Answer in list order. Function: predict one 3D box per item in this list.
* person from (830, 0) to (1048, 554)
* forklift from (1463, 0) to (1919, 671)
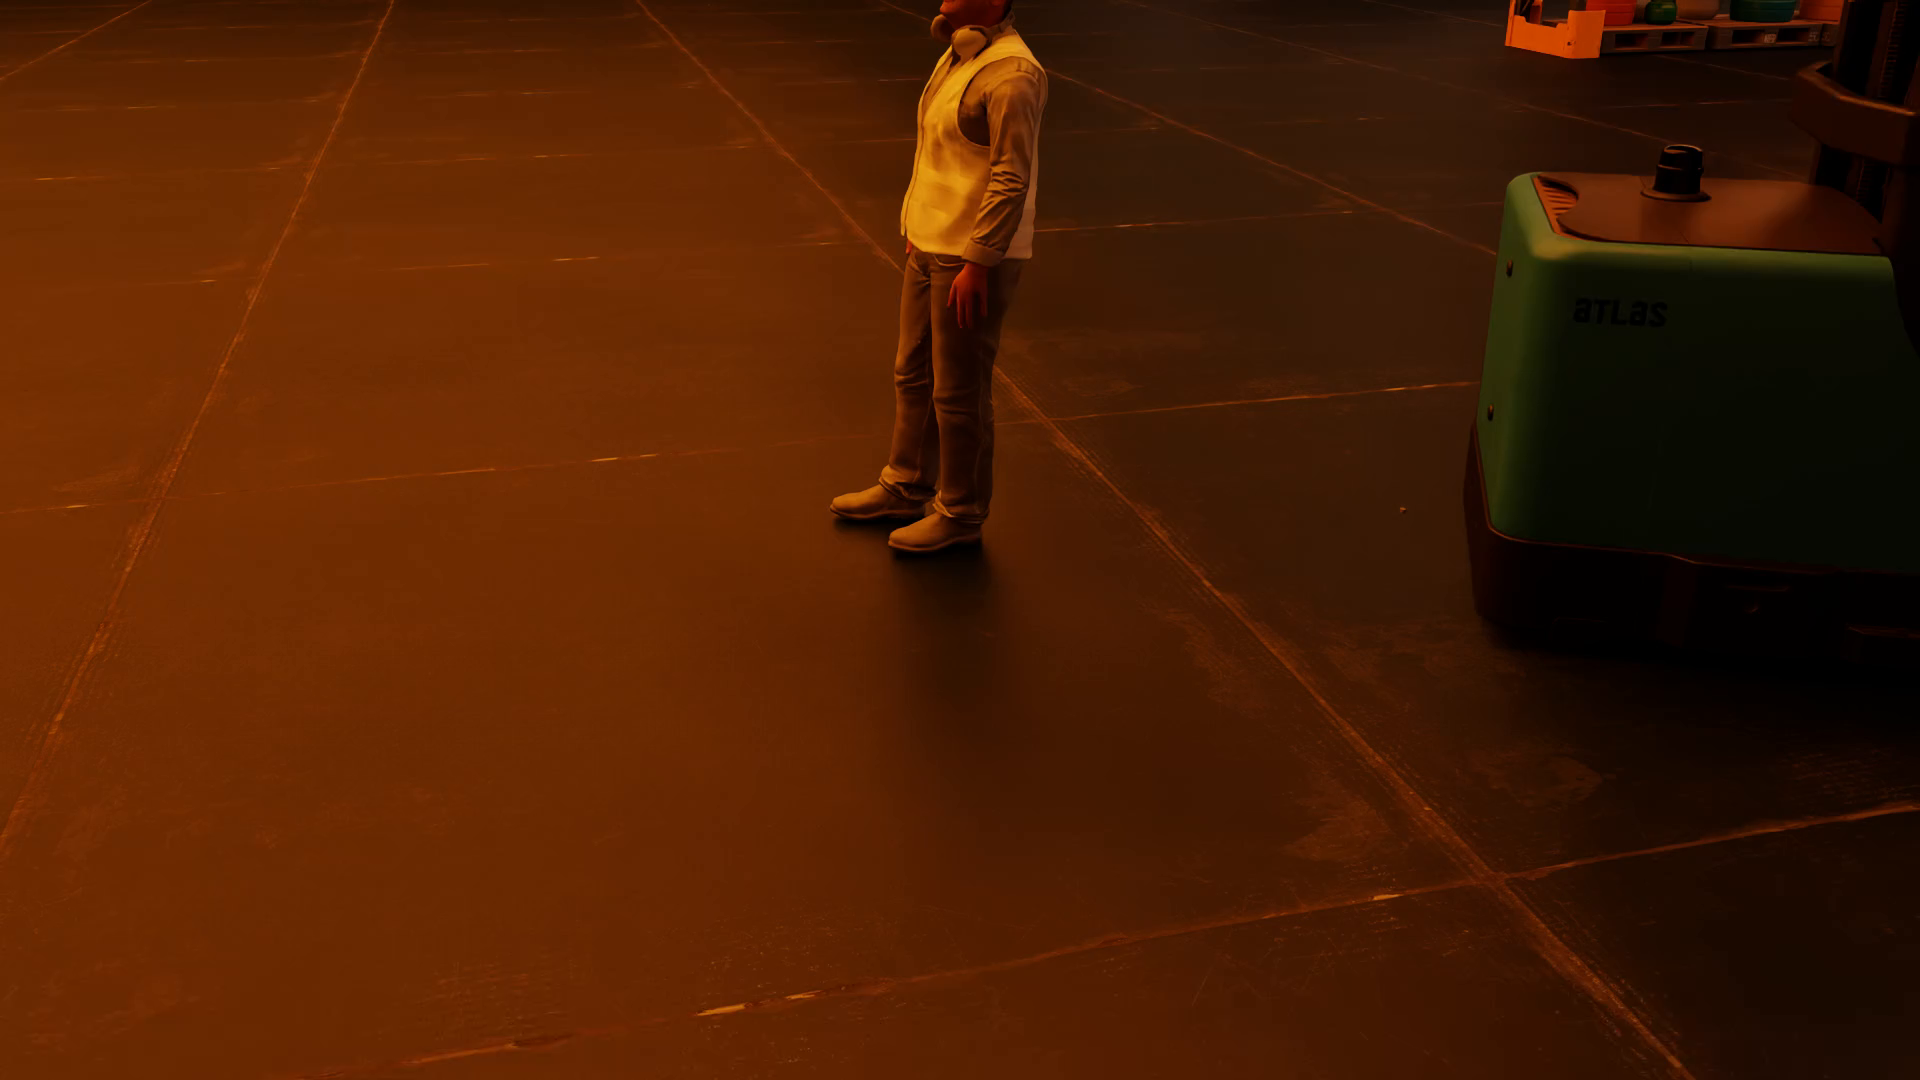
[{"bbox_3d":[-0.063,-0.819,4.694,0.566,1.775,0.633,-6,24,-14],"label":"person"},{"bbox_3d":[2.952,-1.128,3.960,3.031,2.935,1.130,5,24,12],"label":"forklift"}]
